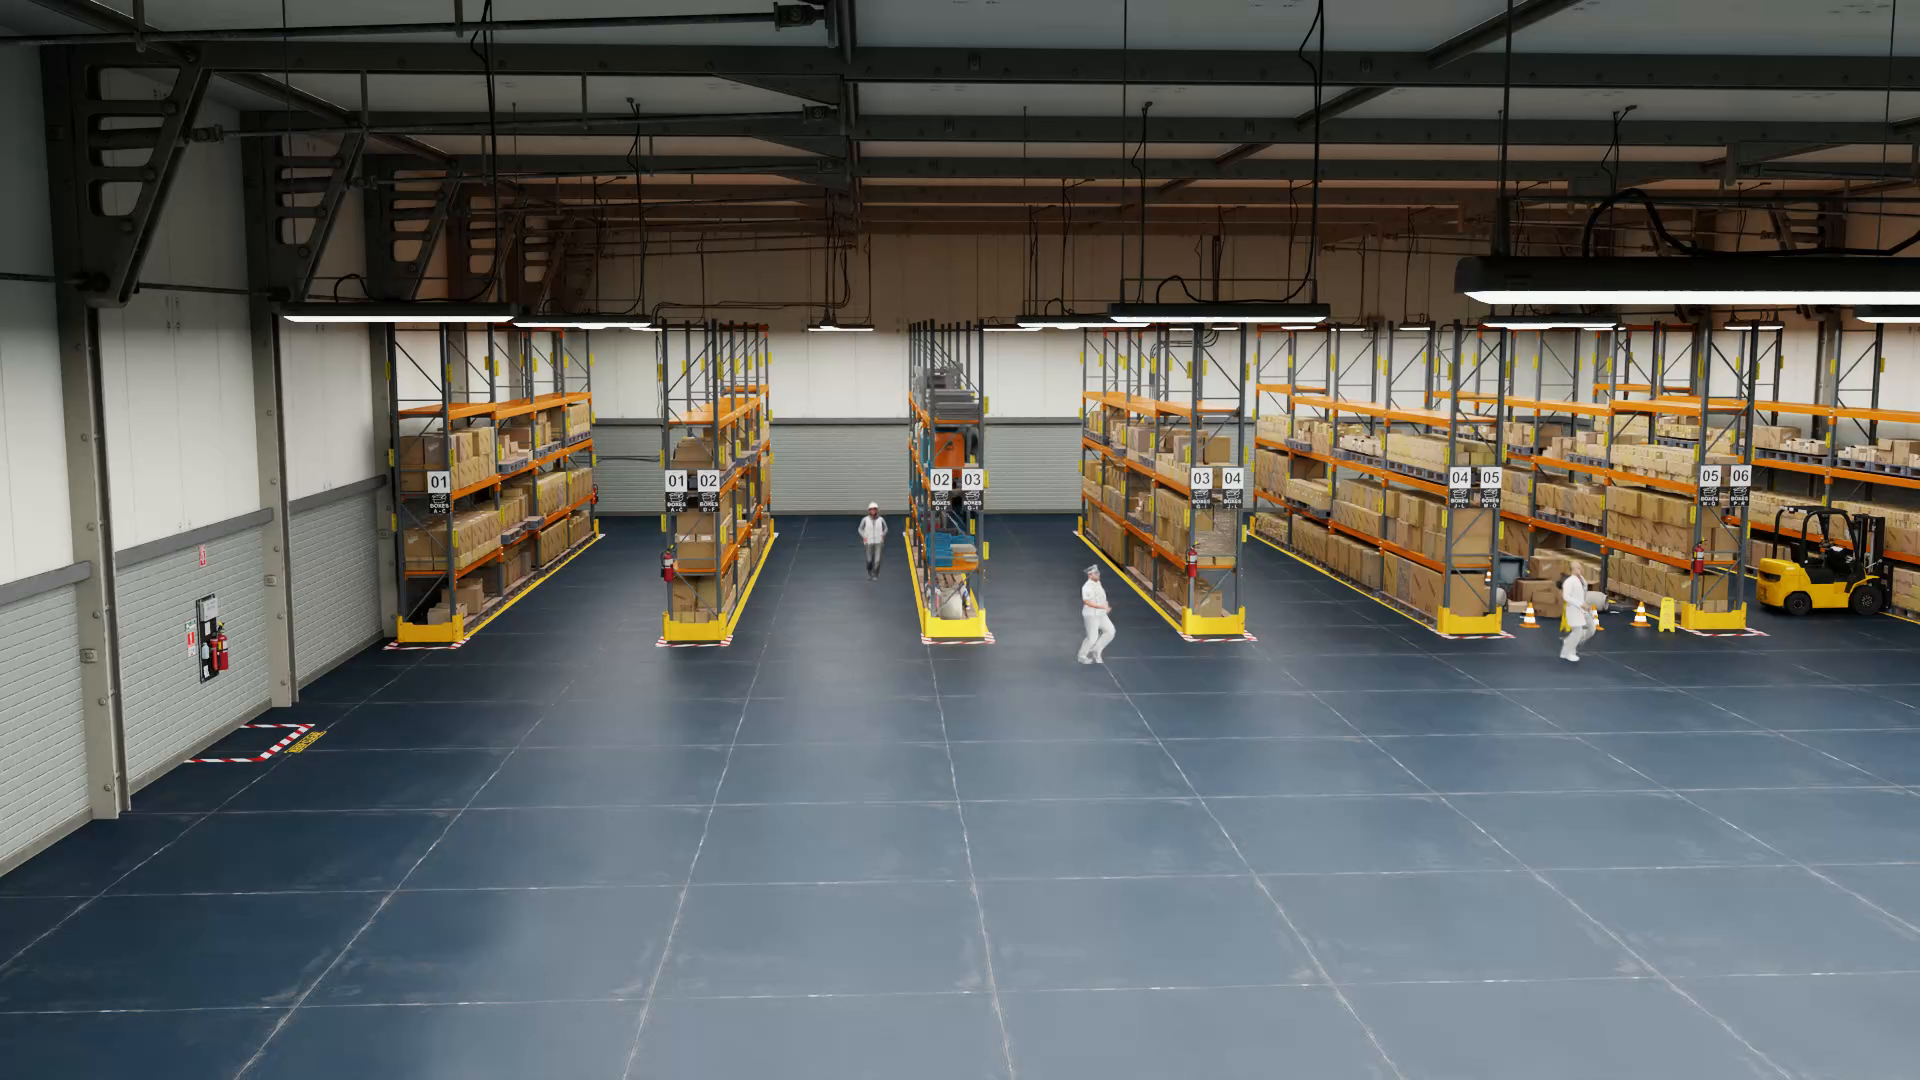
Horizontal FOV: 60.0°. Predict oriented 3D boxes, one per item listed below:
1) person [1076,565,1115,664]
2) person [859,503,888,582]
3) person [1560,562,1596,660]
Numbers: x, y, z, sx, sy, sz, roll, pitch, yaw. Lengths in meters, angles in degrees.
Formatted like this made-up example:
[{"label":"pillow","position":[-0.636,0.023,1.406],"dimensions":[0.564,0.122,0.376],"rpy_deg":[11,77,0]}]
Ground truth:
[{"label":"person","position":[2.366,1.300,28.924],"dimensions":[0.680,1.776,0.674],"rpy_deg":[4,8,32]},{"label":"person","position":[-1.895,0.056,36.640],"dimensions":[0.657,1.743,0.562],"rpy_deg":[-1,7,-8]},{"label":"person","position":[10.882,1.255,29.263],"dimensions":[0.721,1.738,0.585],"rpy_deg":[-6,10,-42]}]
